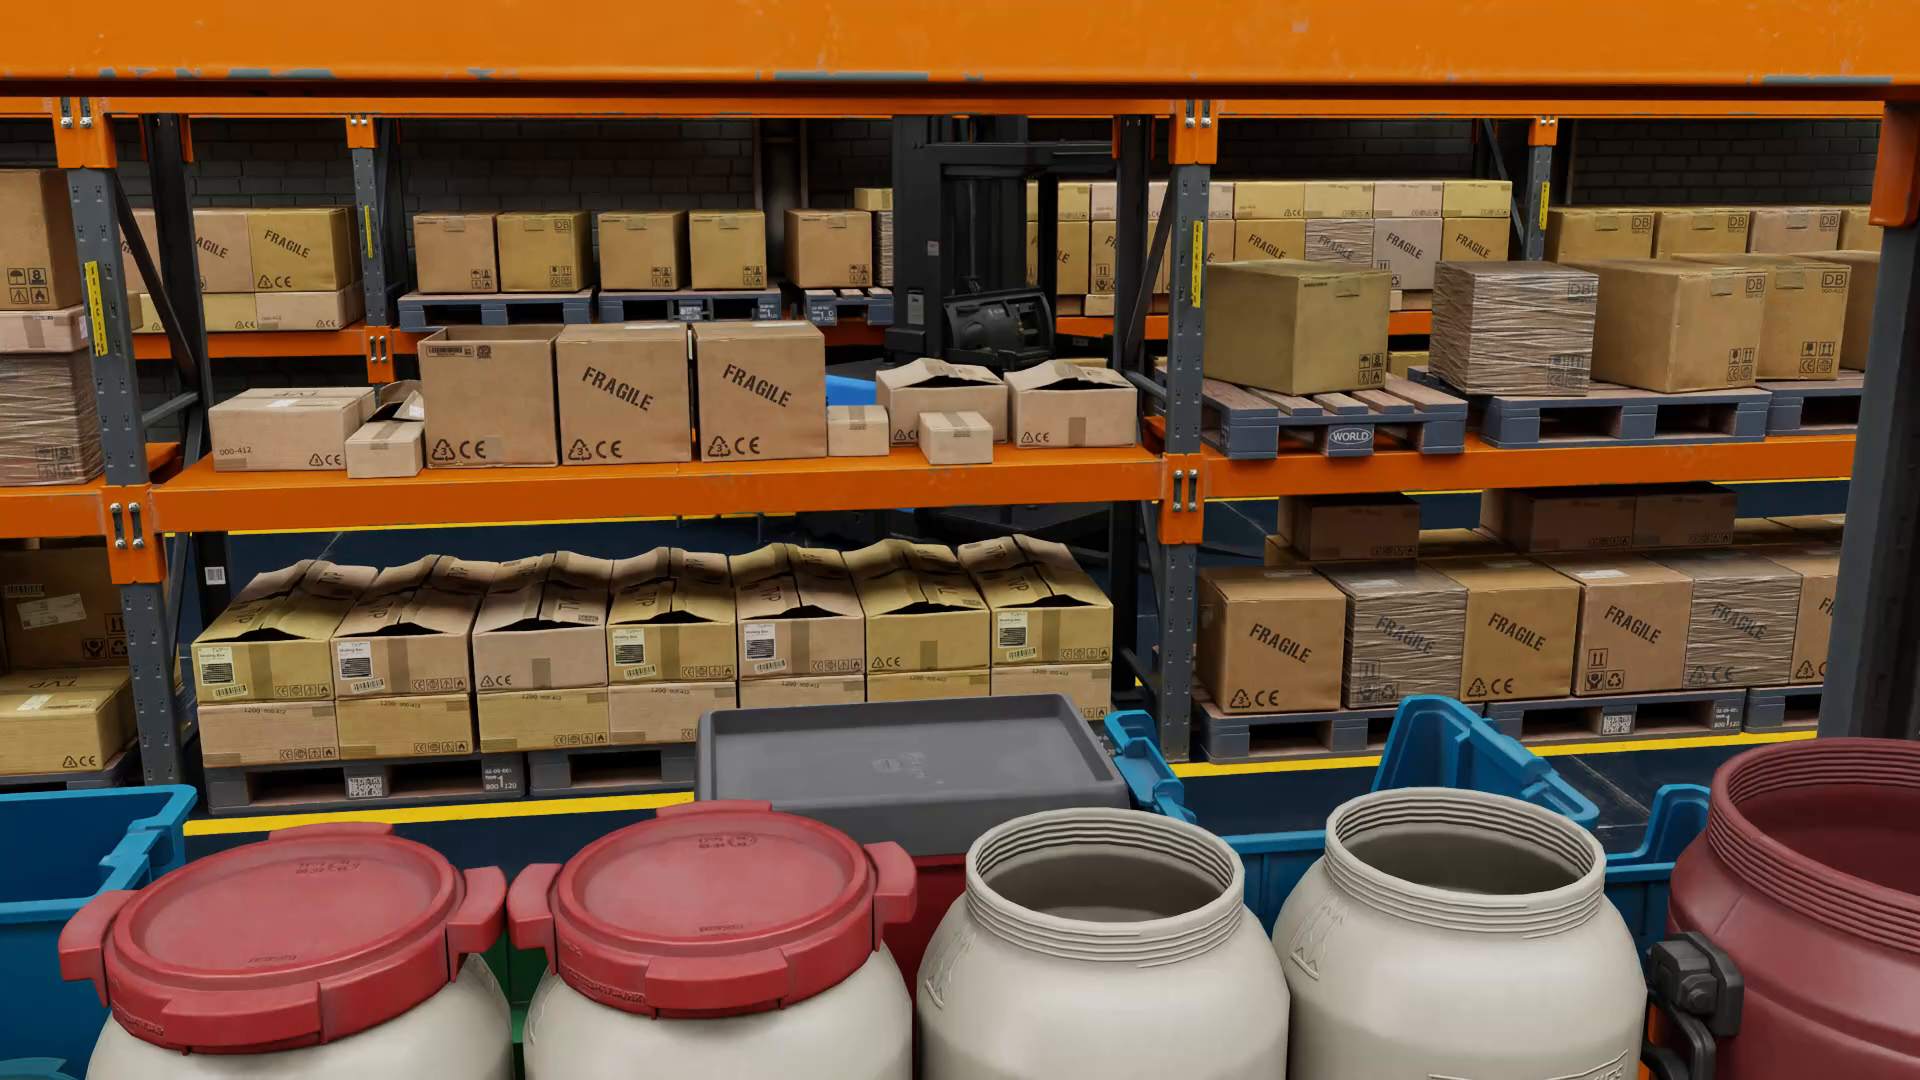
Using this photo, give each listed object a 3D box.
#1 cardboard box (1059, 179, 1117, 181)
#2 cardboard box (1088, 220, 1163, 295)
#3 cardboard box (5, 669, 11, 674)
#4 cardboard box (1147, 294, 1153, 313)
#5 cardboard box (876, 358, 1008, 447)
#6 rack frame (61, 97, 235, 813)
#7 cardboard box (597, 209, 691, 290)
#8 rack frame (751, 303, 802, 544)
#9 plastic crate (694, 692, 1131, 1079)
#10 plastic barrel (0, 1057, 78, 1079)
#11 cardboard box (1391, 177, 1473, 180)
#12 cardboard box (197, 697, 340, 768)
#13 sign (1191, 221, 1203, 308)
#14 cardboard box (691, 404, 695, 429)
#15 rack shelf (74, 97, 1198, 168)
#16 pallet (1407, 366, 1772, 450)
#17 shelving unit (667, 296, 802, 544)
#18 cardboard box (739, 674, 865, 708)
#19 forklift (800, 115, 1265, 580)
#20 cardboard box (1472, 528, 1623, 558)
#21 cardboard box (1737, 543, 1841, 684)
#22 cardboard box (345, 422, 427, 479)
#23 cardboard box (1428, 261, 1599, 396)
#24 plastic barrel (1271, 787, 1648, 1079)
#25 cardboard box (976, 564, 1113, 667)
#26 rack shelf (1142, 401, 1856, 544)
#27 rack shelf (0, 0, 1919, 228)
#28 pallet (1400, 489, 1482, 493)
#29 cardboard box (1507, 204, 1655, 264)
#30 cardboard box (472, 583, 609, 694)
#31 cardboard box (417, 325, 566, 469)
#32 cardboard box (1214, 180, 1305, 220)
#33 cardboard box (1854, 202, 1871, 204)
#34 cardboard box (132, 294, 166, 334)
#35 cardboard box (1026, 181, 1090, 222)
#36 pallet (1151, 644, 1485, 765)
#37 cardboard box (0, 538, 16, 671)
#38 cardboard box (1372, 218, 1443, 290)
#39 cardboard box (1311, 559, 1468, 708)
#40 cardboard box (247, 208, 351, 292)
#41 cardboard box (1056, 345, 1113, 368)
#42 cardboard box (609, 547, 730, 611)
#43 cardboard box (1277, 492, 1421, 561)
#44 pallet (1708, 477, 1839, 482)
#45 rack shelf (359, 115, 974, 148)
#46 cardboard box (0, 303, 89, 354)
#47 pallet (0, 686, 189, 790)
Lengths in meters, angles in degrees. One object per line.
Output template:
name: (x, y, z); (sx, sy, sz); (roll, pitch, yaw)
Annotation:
cardboard box: (1.008, -2.489, 12.082); (0.500, 0.250, 0.500); (-3, 14, -10)
cardboard box: (1.124, -2.002, 11.679); (0.500, 0.500, 0.500); (-2, 14, -6)
cardboard box: (-4.127, 0.601, 6.949); (0.500, 0.250, 0.500); (-2, 14, -8)
cardboard box: (1.202, -1.706, 11.831); (0.250, 0.149, 0.380); (-2, 14, -9)
cardboard box: (-0.086, -0.606, 7.155); (0.500, 0.311, 0.500); (-2, 14, -9)
rack frame: (-3.128, -0.490, 6.509); (0.127, 3.000, 1.000); (-2, 14, -8)
cardboard box: (-2.161, -2.003, 11.434); (0.500, 0.500, 0.700); (0, 14, -1)
rack frame: (-1.161, -0.740, 10.588); (0.023, 1.500, 0.400); (10, 17, 35)
plastic crate: (-0.082, 0.511, 2.388); (0.583, 0.464, 0.402); (-2, 14, -8)
plastic barrel: (-1.062, 0.758, 1.819); (0.301, 0.262, 0.301); (0, 14, 0)
cardboard box: (3.548, -2.584, 12.457); (0.500, 0.250, 0.500); (-2, 14, -7)
cardboard box: (-2.692, 0.685, 6.613); (0.500, 0.250, 0.500); (-2, 14, -10)
sign: (0.914, -1.063, 6.415); (0.005, 0.325, 0.100); (-2, 14, -8)
cardboard box: (-2.130, -0.753, 11.791); (0.500, 0.500, 0.700); (-2, 14, -8)
rack shelf: (-1.150, -1.668, 6.521); (4.000, 0.370, 1.077); (-2, 14, -8)
pallet: (2.750, -0.613, 7.396); (1.213, 0.211, 1.003); (-2, 14, -8)
shelving unit: (-1.458, -0.792, 10.796); (0.755, 1.500, 0.431); (10, 17, 35)
cardboard box: (-0.663, 0.610, 6.913); (0.500, 0.250, 0.500); (-2, 14, -7)
forklift: (0.397, -1.301, 9.883); (3.031, 2.935, 1.130); (12, 19, 40)
cardboard box: (2.747, 0.235, 7.854); (0.500, 0.500, 0.500); (-3, 14, -10)
cardboard box: (3.848, 0.322, 7.506); (0.500, 0.500, 0.500); (-2, 14, -8)
cardboard box: (-2.221, -0.351, 6.472); (0.250, 0.149, 0.380); (-2, 14, -8)
cardboard box: (2.366, -0.924, 7.172); (0.500, 0.500, 0.700); (1, 14, 2)
plastic barrel: (0.576, 0.591, 1.969); (0.421, 0.512, 0.421); (0, 14, 0)
cardboard box: (0.346, 0.301, 6.991); (0.500, 0.311, 0.500); (-2, 14, -7)
rack shelf: (2.805, -0.358, 7.464); (4.000, 0.370, 1.077); (-2, 14, -8)
rack shelf: (-0.416, -0.477, 1.769); (4.000, 0.370, 1.077); (-2, 14, -8)
pallet: (3.290, -0.573, 12.571); (1.213, 0.211, 1.003); (-2, 14, -8)
cardboard box: (4.580, -2.133, 12.442); (0.700, 0.700, 0.980); (-2, 14, -7)
cardboard box: (-1.675, 0.377, 6.689); (0.500, 0.311, 0.500); (-3, 14, -10)
cardboard box: (-1.845, -0.581, 6.669); (0.500, 0.500, 0.500); (-1, 14, -4)
cardboard box: (2.102, -2.406, 11.749); (0.500, 0.250, 0.500); (-2, 14, -9)
cardboard box: (7.494, -2.241, 12.874); (0.700, 0.700, 0.980); (-1, 14, -6)
cardboard box: (-5.282, -1.490, 10.765); (0.500, 0.250, 0.500); (-2, 14, -9)
cardboard box: (0.602, -2.348, 11.518); (0.500, 0.250, 0.500); (-2, 14, -7)
pallet: (1.572, 0.700, 7.498); (1.213, 0.211, 1.003); (-2, 14, -8)
cardboard box: (-4.126, 0.238, 6.855); (0.500, 0.500, 0.500); (-2, 14, -8)
cardboard box: (3.119, -2.076, 11.974); (0.500, 0.500, 0.500); (-2, 14, -8)
cardboard box: (1.837, 0.396, 7.211); (0.500, 0.500, 0.500); (-3, 14, -10)
cardboard box: (-4.291, -1.891, 10.820); (0.500, 0.500, 0.500); (-2, 14, -8)
cardboard box: (0.833, -0.982, 12.029); (0.750, 0.750, 0.750); (-2, 14, -9)
cardboard box: (-1.265, 0.229, 7.278); (0.500, 0.311, 0.500); (-2, 14, -9)
cardboard box: (1.773, -0.093, 7.619); (0.500, 0.250, 0.500); (-2, 14, -6)
pallet: (6.014, -0.672, 12.970); (1.213, 0.211, 1.003); (-2, 14, -8)
rack shelf: (-1.892, -2.860, 11.272); (4.000, 0.370, 1.077); (-2, 14, -8)
cardboard box: (-3.365, -0.792, 6.173); (0.250, 0.149, 0.380); (-2, 14, -8)
pallet: (-3.920, 0.881, 6.774); (1.213, 0.211, 1.003); (-2, 14, -8)
